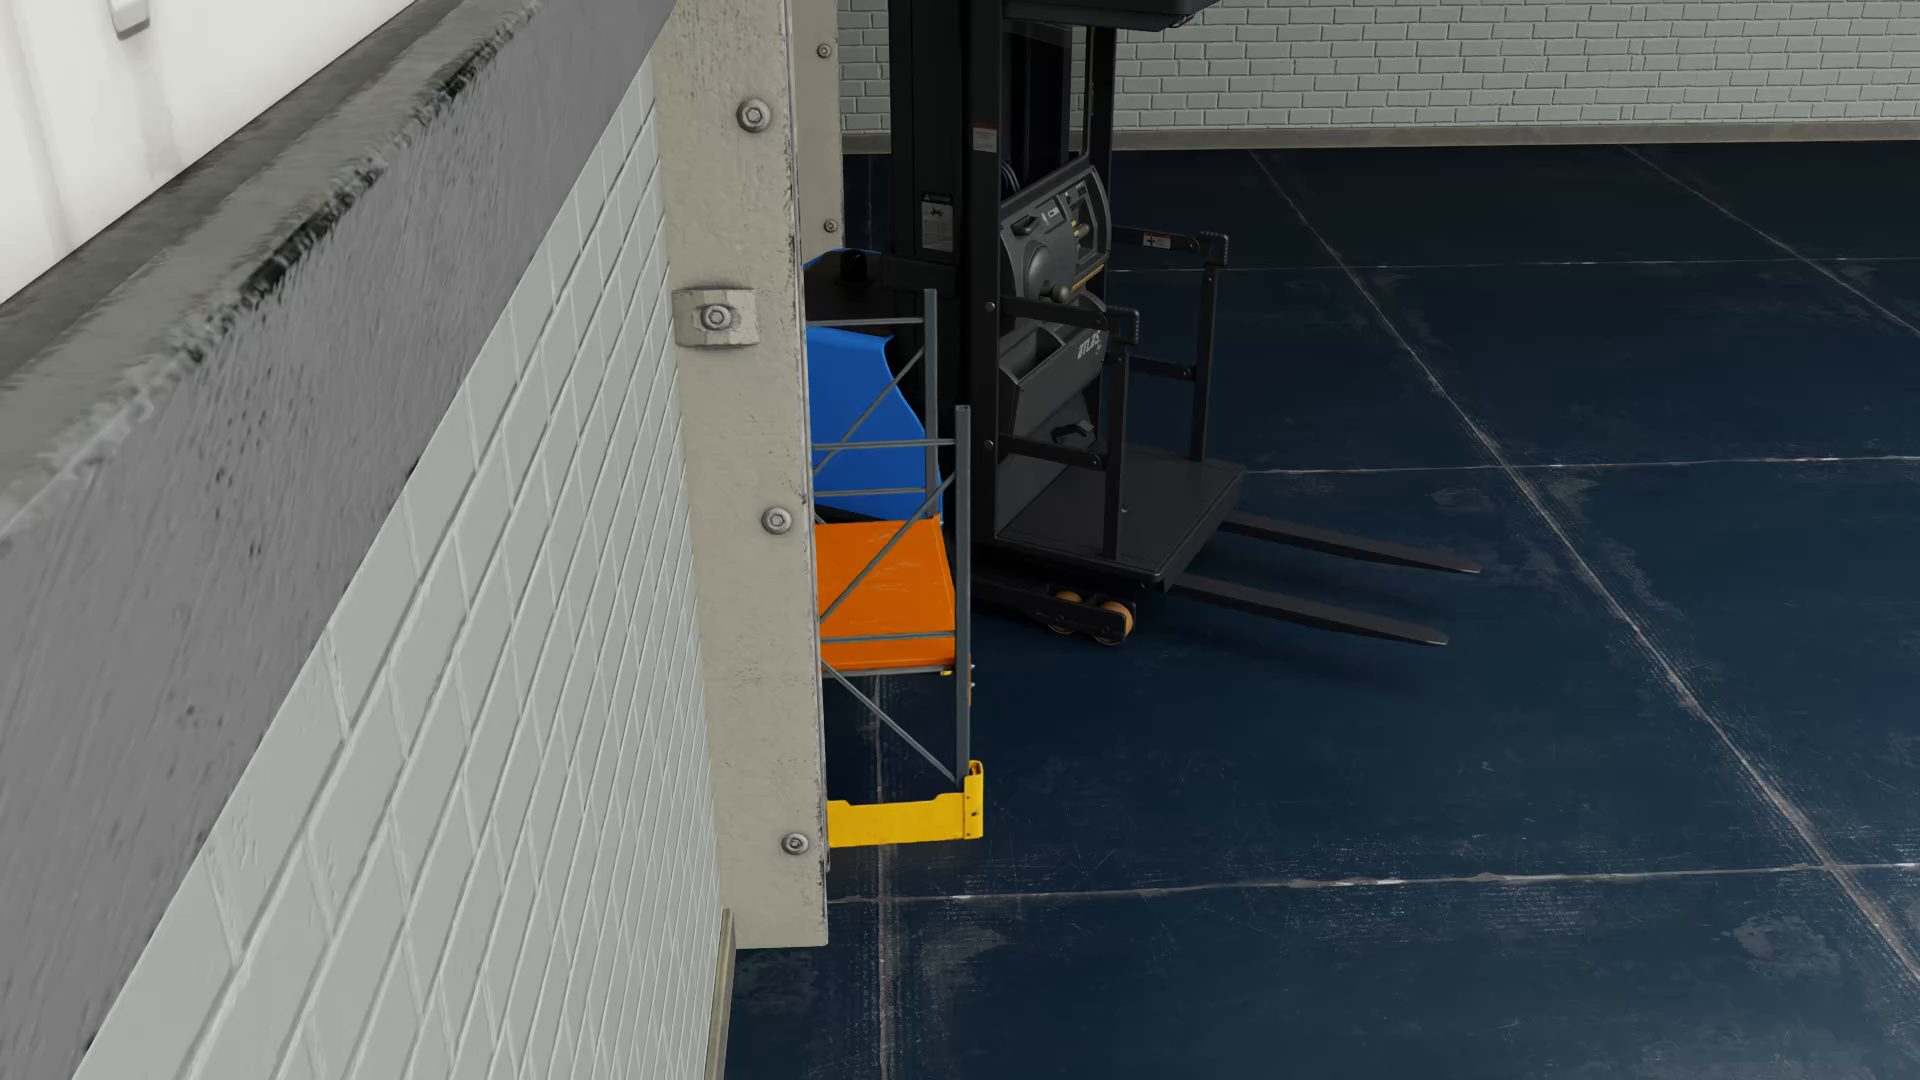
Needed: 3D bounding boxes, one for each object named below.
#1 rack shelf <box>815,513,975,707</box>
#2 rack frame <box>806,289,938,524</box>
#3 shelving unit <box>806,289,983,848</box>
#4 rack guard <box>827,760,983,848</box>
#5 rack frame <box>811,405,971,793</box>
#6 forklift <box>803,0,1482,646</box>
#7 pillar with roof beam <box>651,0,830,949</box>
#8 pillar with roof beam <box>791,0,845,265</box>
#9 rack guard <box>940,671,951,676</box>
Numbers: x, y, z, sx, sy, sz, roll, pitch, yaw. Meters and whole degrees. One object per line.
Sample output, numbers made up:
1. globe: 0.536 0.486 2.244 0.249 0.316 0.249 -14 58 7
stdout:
1. rack shelf: -0.275 0.225 5.586 0.538 0.185 1.000 -3 28 -5
2. rack frame: -0.329 -0.168 5.951 0.500 1.500 0.032 -3 28 -5
3. shelving unit: -0.274 0.069 5.495 0.587 1.500 1.083 -3 28 -5
4. rack guard: -0.220 0.853 5.345 0.587 0.250 0.087 -3 28 -5
5. rack frame: -0.220 0.299 5.055 0.500 1.500 0.032 -3 28 -5
6. forklift: 0.557 -1.171 6.326 3.031 2.935 1.130 13 30 23
7. pillar with roof beam: 3.741 -2.977 3.227 9.100 9.000 0.400 -1 28 -3
8. pillar with roof beam: 3.428 -5.748 8.540 9.100 9.000 0.400 -1 28 -3
9. rack guard: -0.327 0.395 6.223 0.587 0.250 0.087 -3 28 -5
